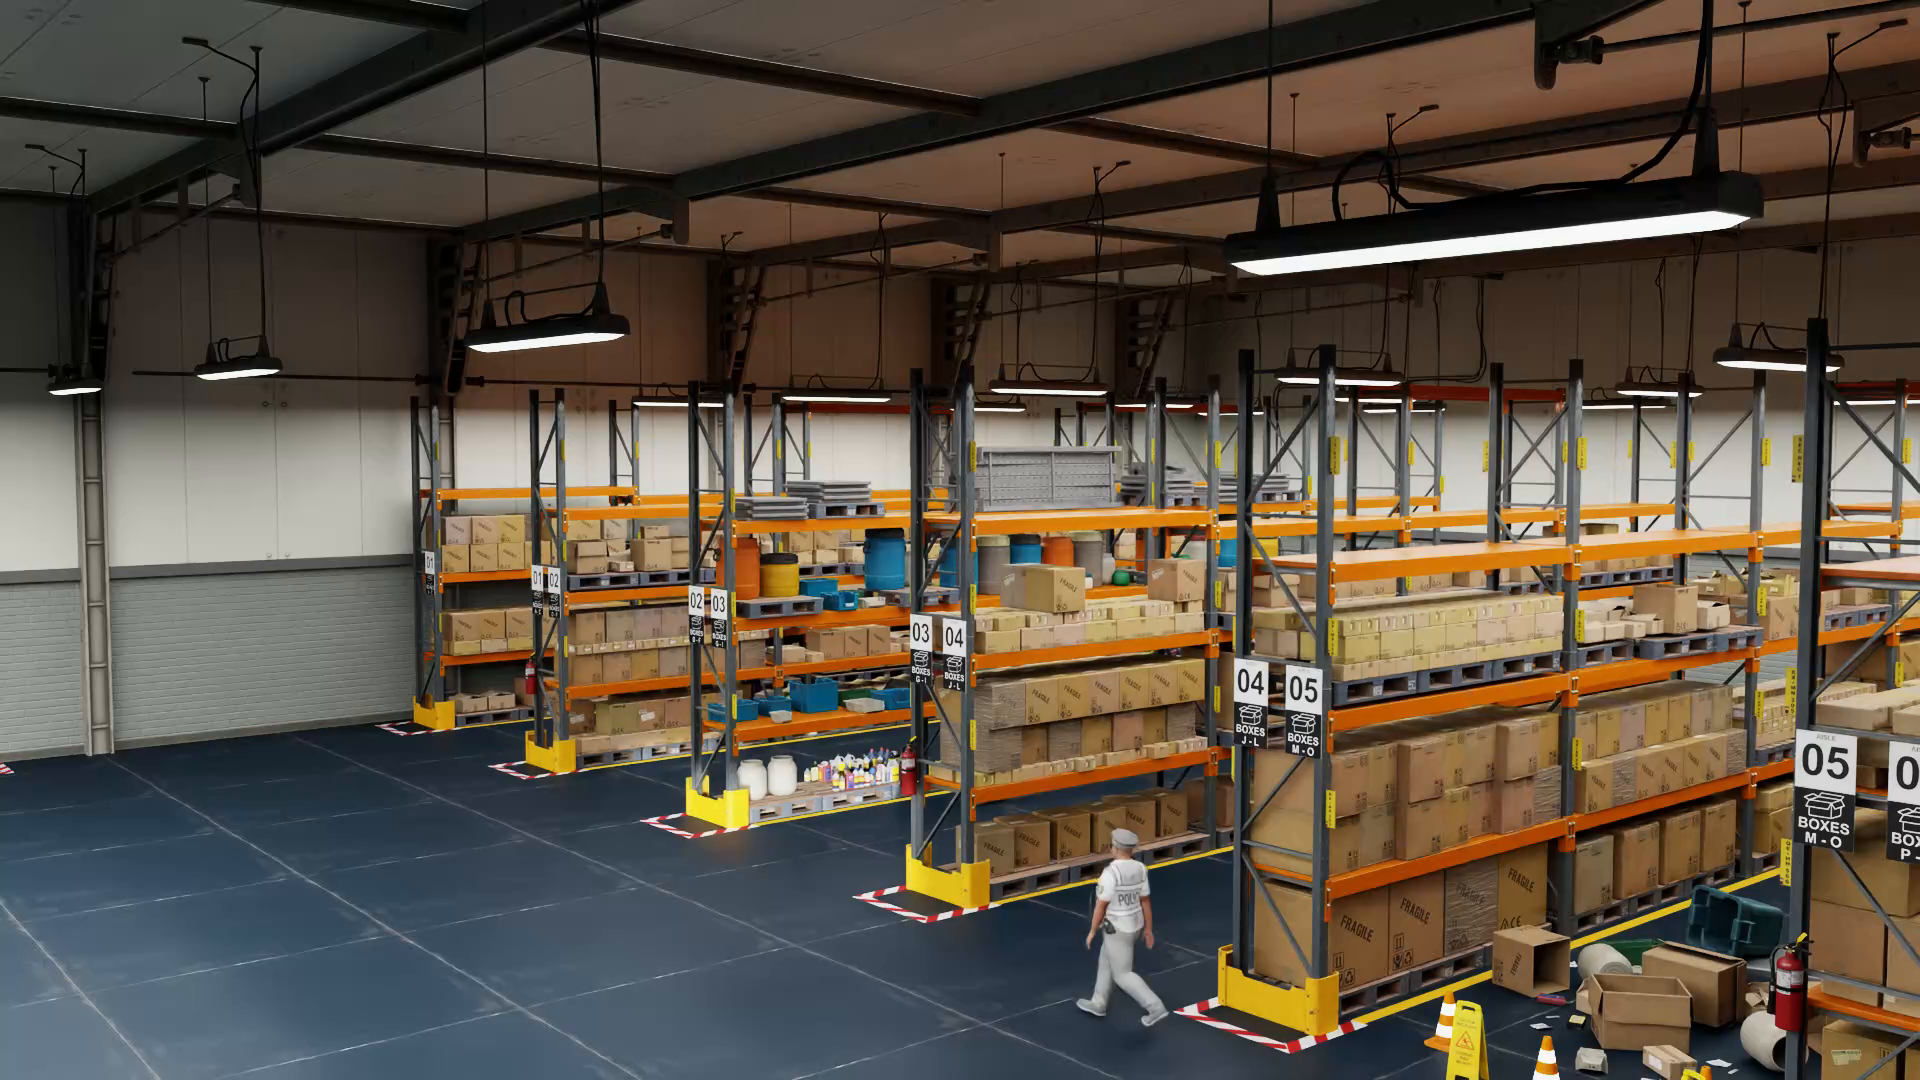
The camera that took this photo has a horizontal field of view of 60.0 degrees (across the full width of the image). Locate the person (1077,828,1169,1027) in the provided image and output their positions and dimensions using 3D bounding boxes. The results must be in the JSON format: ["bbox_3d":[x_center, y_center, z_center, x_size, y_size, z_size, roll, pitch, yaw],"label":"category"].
[{"bbox_3d":[1.419,3.430,14.706,0.999,1.726,0.513,2,4,27],"label":"person"}]

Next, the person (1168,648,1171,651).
[{"bbox_3d":[5.047,1.893,40.120,0.553,1.774,0.523,-2,4,-33],"label":"person"}]

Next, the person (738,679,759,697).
[{"bbox_3d":[-3.951,2.506,31.072,0.495,1.657,0.362,-2,4,-33],"label":"person"}]
